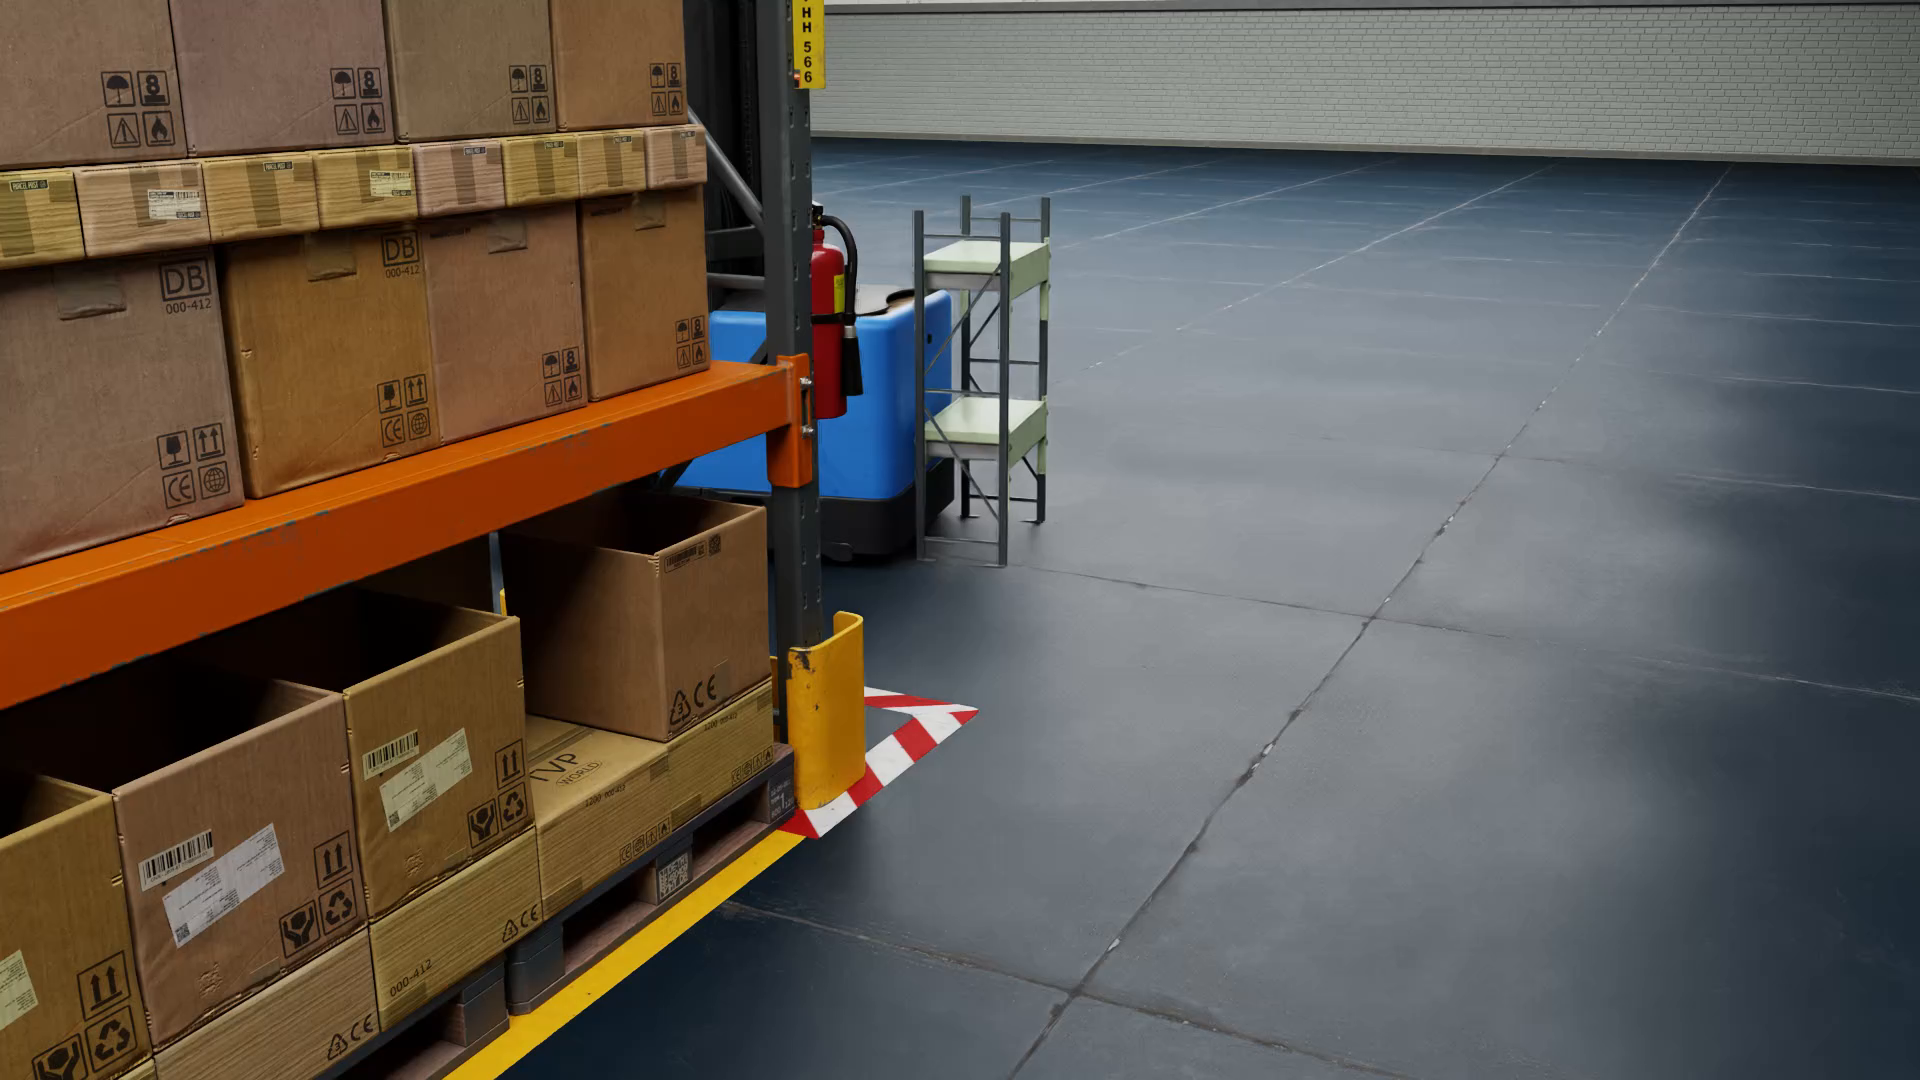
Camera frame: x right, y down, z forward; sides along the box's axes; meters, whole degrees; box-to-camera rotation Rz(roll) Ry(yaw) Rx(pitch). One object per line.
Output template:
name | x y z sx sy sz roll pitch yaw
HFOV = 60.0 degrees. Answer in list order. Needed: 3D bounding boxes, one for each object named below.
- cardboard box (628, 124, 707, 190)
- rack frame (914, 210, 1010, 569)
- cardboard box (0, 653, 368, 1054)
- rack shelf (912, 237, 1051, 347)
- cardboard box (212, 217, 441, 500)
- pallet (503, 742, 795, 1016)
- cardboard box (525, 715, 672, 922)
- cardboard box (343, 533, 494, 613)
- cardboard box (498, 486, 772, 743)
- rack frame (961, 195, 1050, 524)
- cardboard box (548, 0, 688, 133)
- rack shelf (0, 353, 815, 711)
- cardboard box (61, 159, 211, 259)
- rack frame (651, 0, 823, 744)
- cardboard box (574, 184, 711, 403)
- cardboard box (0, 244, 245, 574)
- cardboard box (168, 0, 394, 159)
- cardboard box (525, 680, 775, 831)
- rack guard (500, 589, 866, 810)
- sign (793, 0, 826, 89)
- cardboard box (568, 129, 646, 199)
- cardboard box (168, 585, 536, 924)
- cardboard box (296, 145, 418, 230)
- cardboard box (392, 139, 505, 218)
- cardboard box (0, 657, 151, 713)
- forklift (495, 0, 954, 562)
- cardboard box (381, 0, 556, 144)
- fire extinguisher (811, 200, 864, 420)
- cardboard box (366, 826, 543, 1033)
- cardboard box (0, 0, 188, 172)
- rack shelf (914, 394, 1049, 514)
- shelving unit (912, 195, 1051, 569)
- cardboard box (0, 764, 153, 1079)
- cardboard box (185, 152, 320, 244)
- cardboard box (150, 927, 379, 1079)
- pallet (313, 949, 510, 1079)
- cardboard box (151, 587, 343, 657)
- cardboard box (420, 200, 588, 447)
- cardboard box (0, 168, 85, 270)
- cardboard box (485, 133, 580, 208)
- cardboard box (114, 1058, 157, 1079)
cardboard box | -0.878 -0.991 4.277 0.380 0.149 0.250 8 18 24
rack frame | 0.007 -0.614 6.956 0.400 1.500 0.023 5 17 15
cardboard box | -1.510 0.562 3.138 0.500 0.500 0.500 8 18 25
rack shelf | 0.105 -1.088 7.183 0.431 0.370 0.720 5 17 15
cardboard box | -1.556 -0.424 3.508 0.700 0.500 0.500 8 18 26
pallet | -1.182 0.783 4.516 1.003 0.211 1.213 8 18 25
cardboard box | -1.066 0.666 4.104 0.500 0.250 0.500 8 18 25
cardboard box | -1.538 0.240 4.223 0.500 0.500 0.500 8 18 25
cardboard box | -0.851 0.178 4.430 0.500 0.500 0.500 8 18 25
rack frame | 0.203 -0.815 7.632 0.400 1.500 0.023 5 17 15
cardboard box | -1.122 -1.292 4.153 0.700 0.500 0.500 8 18 26
rack shelf | -1.772 0.101 3.180 1.077 0.370 4.000 8 18 25
cardboard box | -1.570 -0.595 2.946 0.380 0.149 0.250 8 18 25
rack frame | -0.878 -0.753 4.793 1.000 3.000 0.127 8 18 25
cardboard box | -1.098 -0.684 4.383 0.700 0.500 0.500 8 18 25
cardboard box | -1.787 -0.289 3.055 0.700 0.500 0.500 9 19 27
cardboard box | -1.576 -1.029 3.267 0.700 0.500 0.500 8 18 26
cardboard box | -0.853 0.538 4.538 0.500 0.250 0.500 8 18 25
rack guard | -0.867 0.439 5.169 1.175 0.500 0.348 8 18 25
sign | -0.399 -1.349 4.350 0.100 0.325 0.005 8 18 25
cardboard box | -0.994 -0.924 4.052 0.380 0.149 0.250 9 19 27
cardboard box | -1.285 0.435 3.566 0.500 0.500 0.500 8 18 25
cardboard box | -1.340 -0.728 3.392 0.380 0.149 0.250 9 19 27
cardboard box | -1.223 -0.795 3.617 0.380 0.149 0.250 8 18 26
cardboard box | -1.989 0.494 3.368 0.500 0.500 0.500 8 18 25
forklift | -1.602 -1.524 7.508 3.031 2.935 1.130 5 17 15
cardboard box | -1.352 -1.158 3.700 0.700 0.500 0.500 8 18 24
fire extinguisher | -0.410 -0.687 4.706 0.296 0.674 0.183 8 18 25
cardboard box | -1.288 0.794 3.674 0.500 0.250 0.500 8 18 25
cardboard box | -1.800 -0.902 2.838 0.700 0.500 0.500 8 18 25
rack shelf | 0.105 -0.402 7.387 0.431 0.370 0.720 5 17 15
shelving unit | 0.105 -0.714 7.294 0.431 1.500 0.755 5 17 15
cardboard box | -1.731 0.690 2.708 0.500 0.500 0.500 8 18 25
cardboard box | -1.456 -0.661 3.166 0.380 0.149 0.250 9 19 27
cardboard box | -1.513 0.921 3.246 0.500 0.250 0.500 8 18 25
pallet | -1.729 1.093 3.473 1.003 0.211 1.213 8 18 25
cardboard box | -1.750 0.369 3.789 0.500 0.500 0.500 8 18 25
cardboard box | -1.328 -0.550 3.931 0.700 0.500 0.500 9 19 27
cardboard box | -1.683 -0.532 2.733 0.380 0.149 0.250 8 18 25
cardboard box | -1.108 -0.859 3.832 0.380 0.149 0.250 8 18 25
cardboard box | -1.731 1.049 2.815 0.500 0.250 0.500 8 18 25
